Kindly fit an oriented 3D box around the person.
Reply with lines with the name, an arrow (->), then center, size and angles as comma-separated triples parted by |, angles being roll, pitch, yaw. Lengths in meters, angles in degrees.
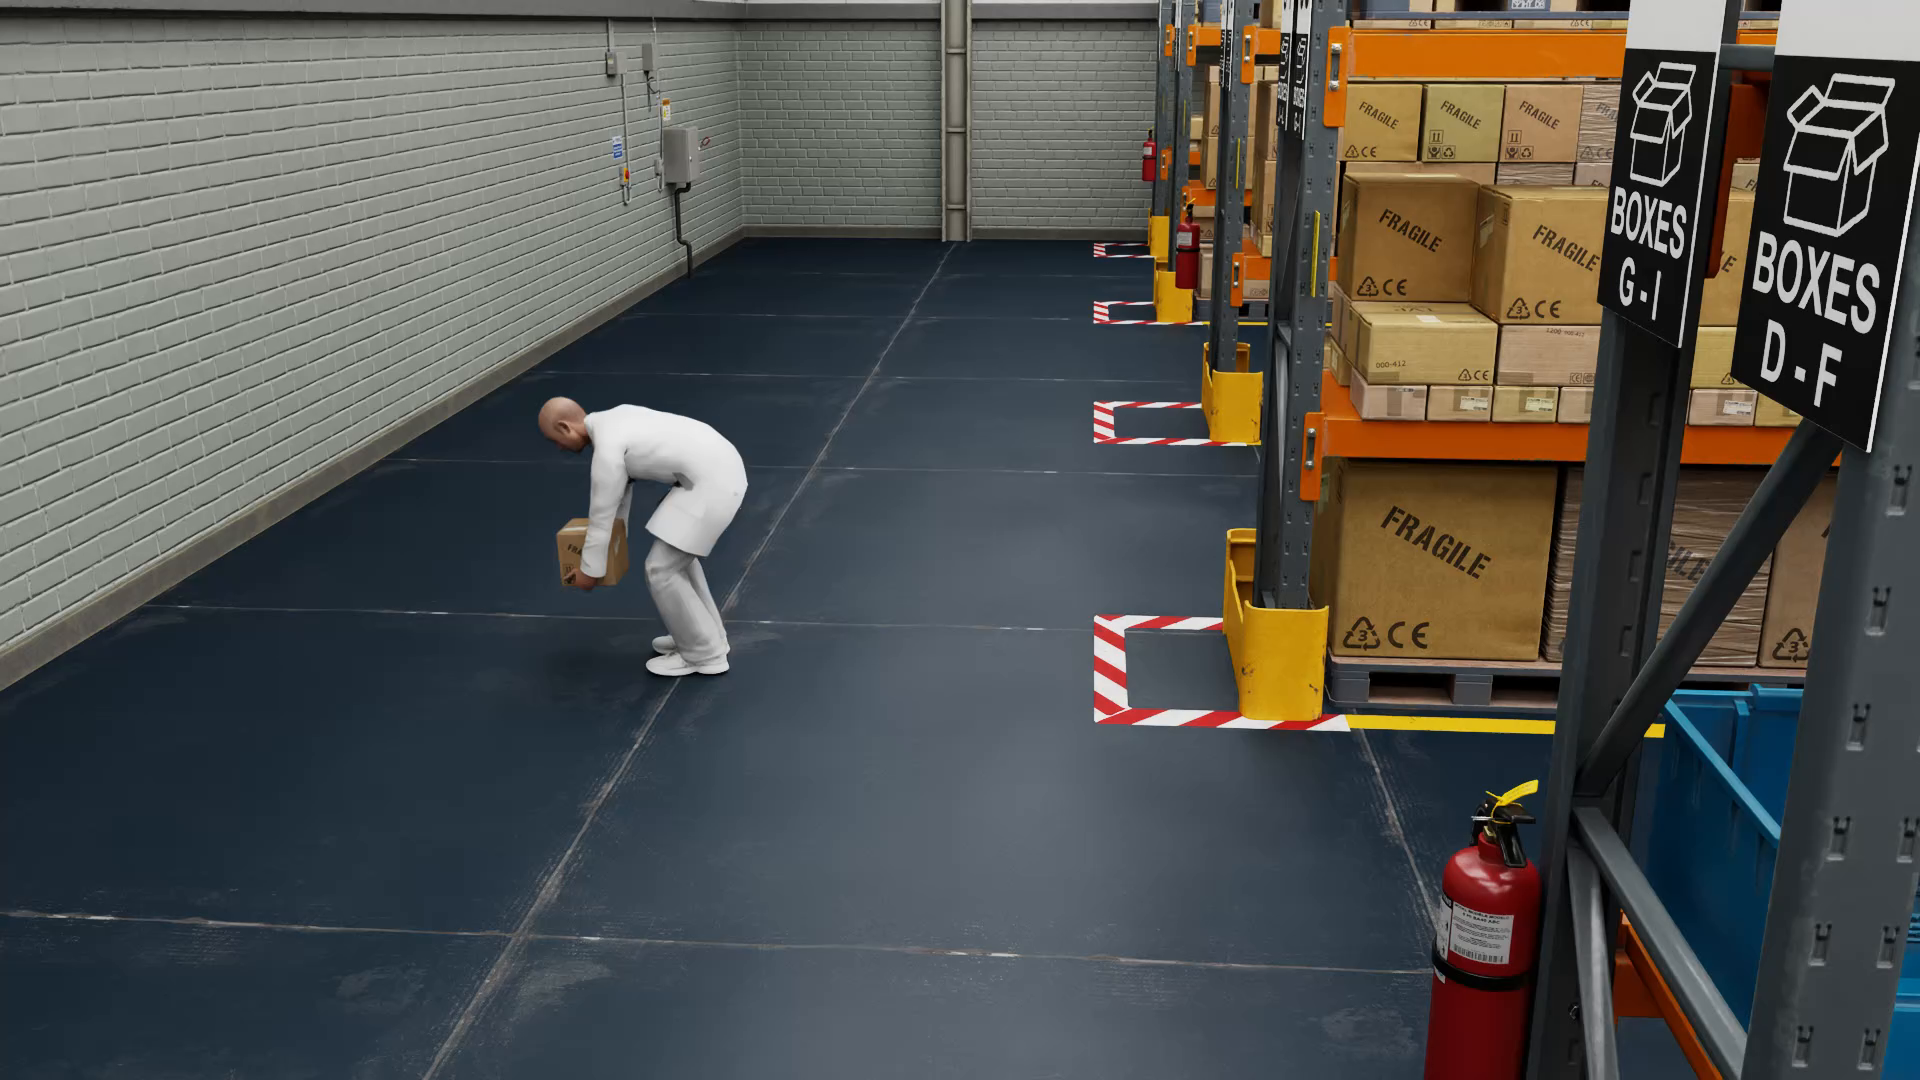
person -> -1.420, -0.020, 7.564 | 0.915, 1.229, 0.569 | 1, 17, 2
